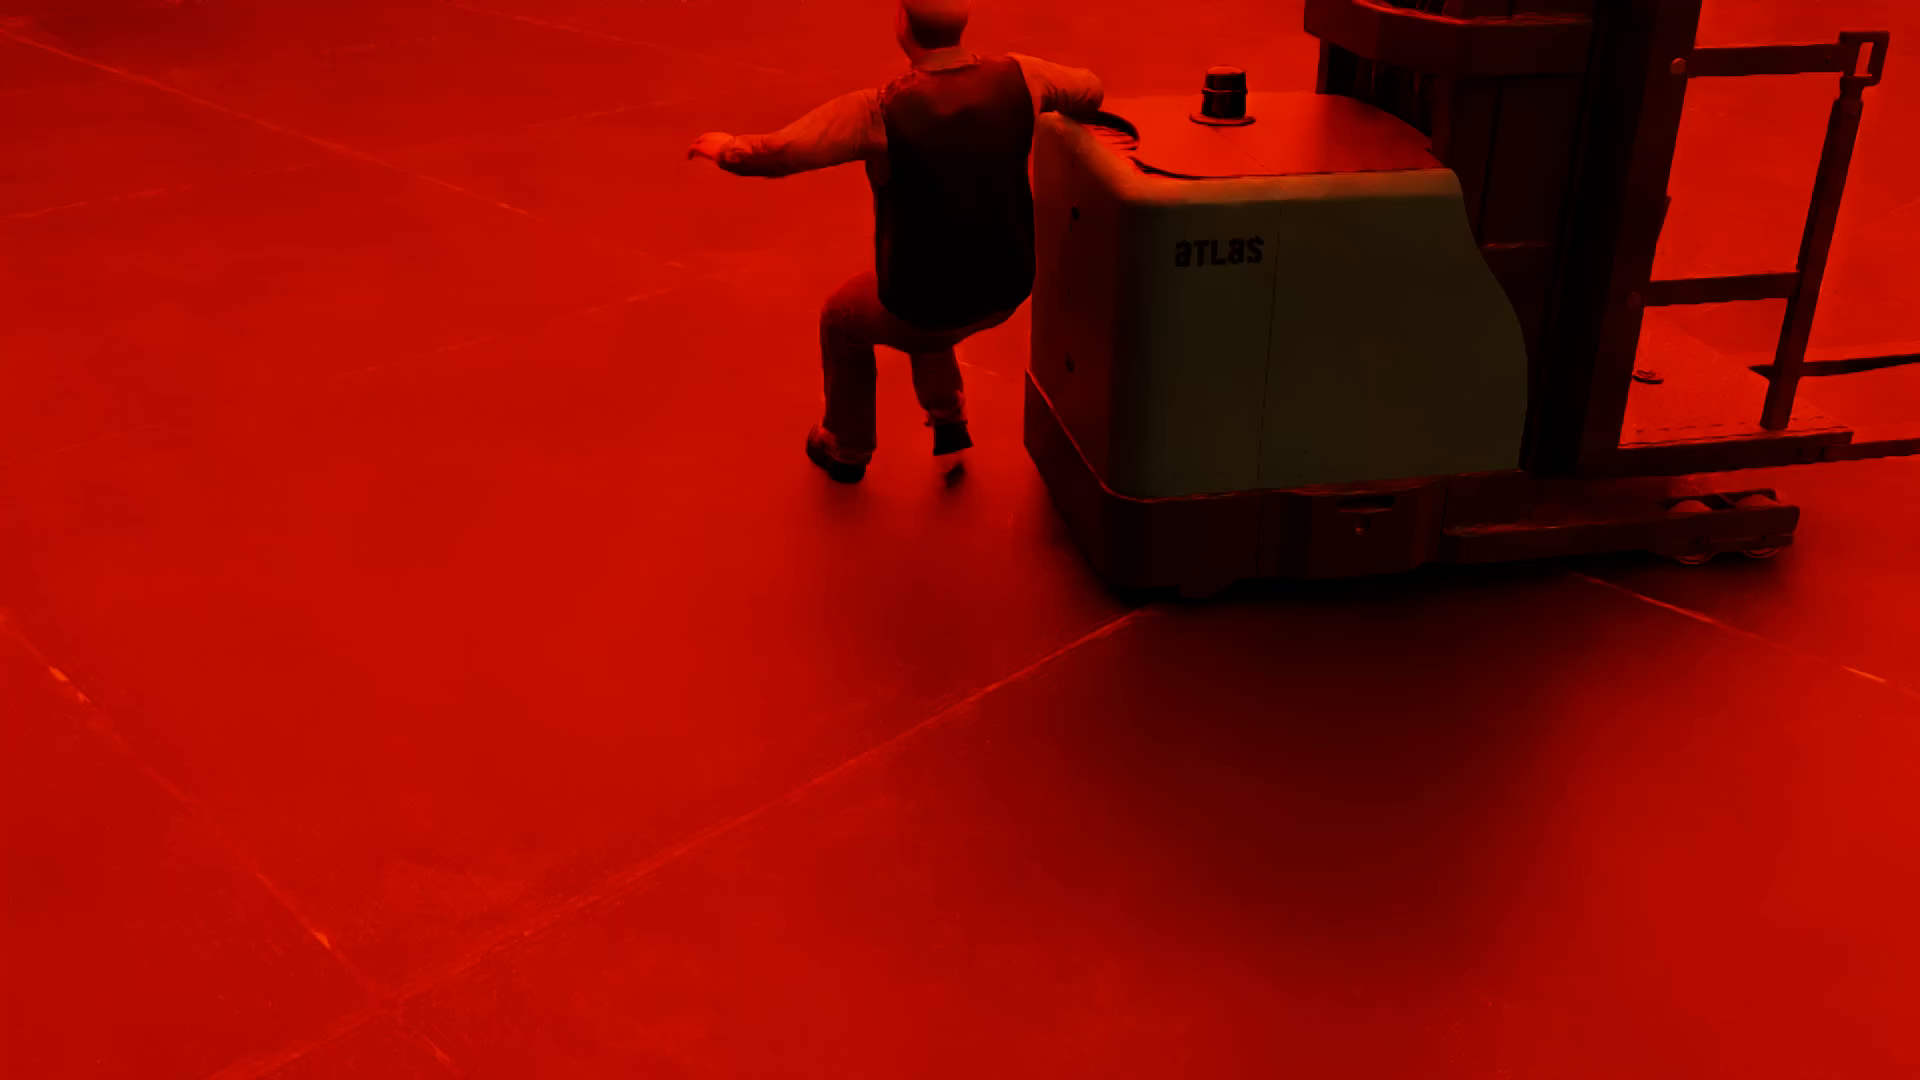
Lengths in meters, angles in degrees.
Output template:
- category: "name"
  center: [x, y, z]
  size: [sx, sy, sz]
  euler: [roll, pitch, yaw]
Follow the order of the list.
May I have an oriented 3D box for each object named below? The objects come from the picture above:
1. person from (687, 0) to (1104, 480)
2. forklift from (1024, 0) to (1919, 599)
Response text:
- category: "person"
  center: [-0.148, -0.820, 4.528]
  size: [1.057, 1.495, 0.865]
  euler: [-18, 31, -32]
- category: "forklift"
  center: [1.759, -1.475, 4.221]
  size: [3.031, 2.935, 1.130]
  euler: [-5, 27, -10]
